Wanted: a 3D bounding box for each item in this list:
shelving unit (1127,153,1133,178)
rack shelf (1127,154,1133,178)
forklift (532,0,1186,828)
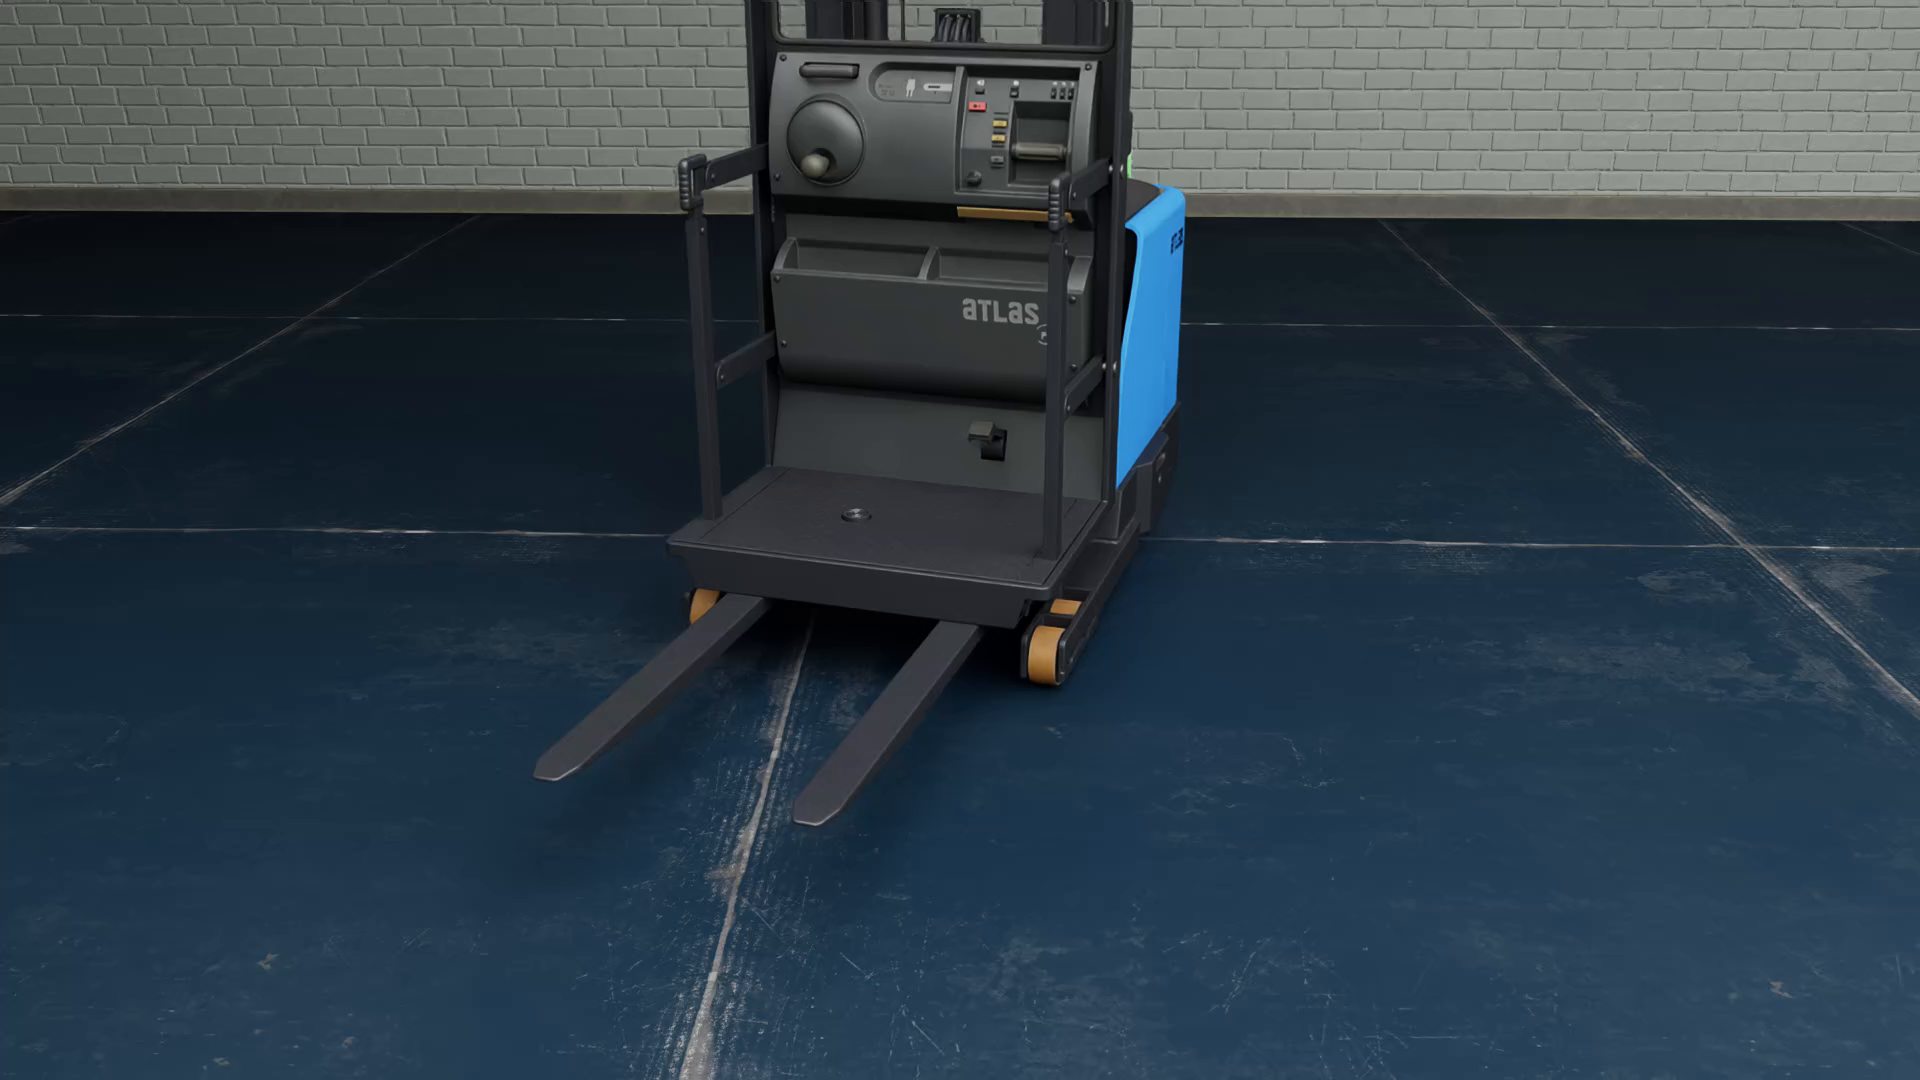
[{"bbox_3d":[0.456,-0.931,6.269,0.258,1.200,0.503,7,22,16],"label":"shelving unit"},{"bbox_3d":[0.456,-1.319,6.118,0.258,0.148,0.480,7,22,16],"label":"rack shelf"},{"bbox_3d":[-0.148,-1.132,4.394,1.130,2.935,3.031,7,22,16],"label":"forklift"}]
